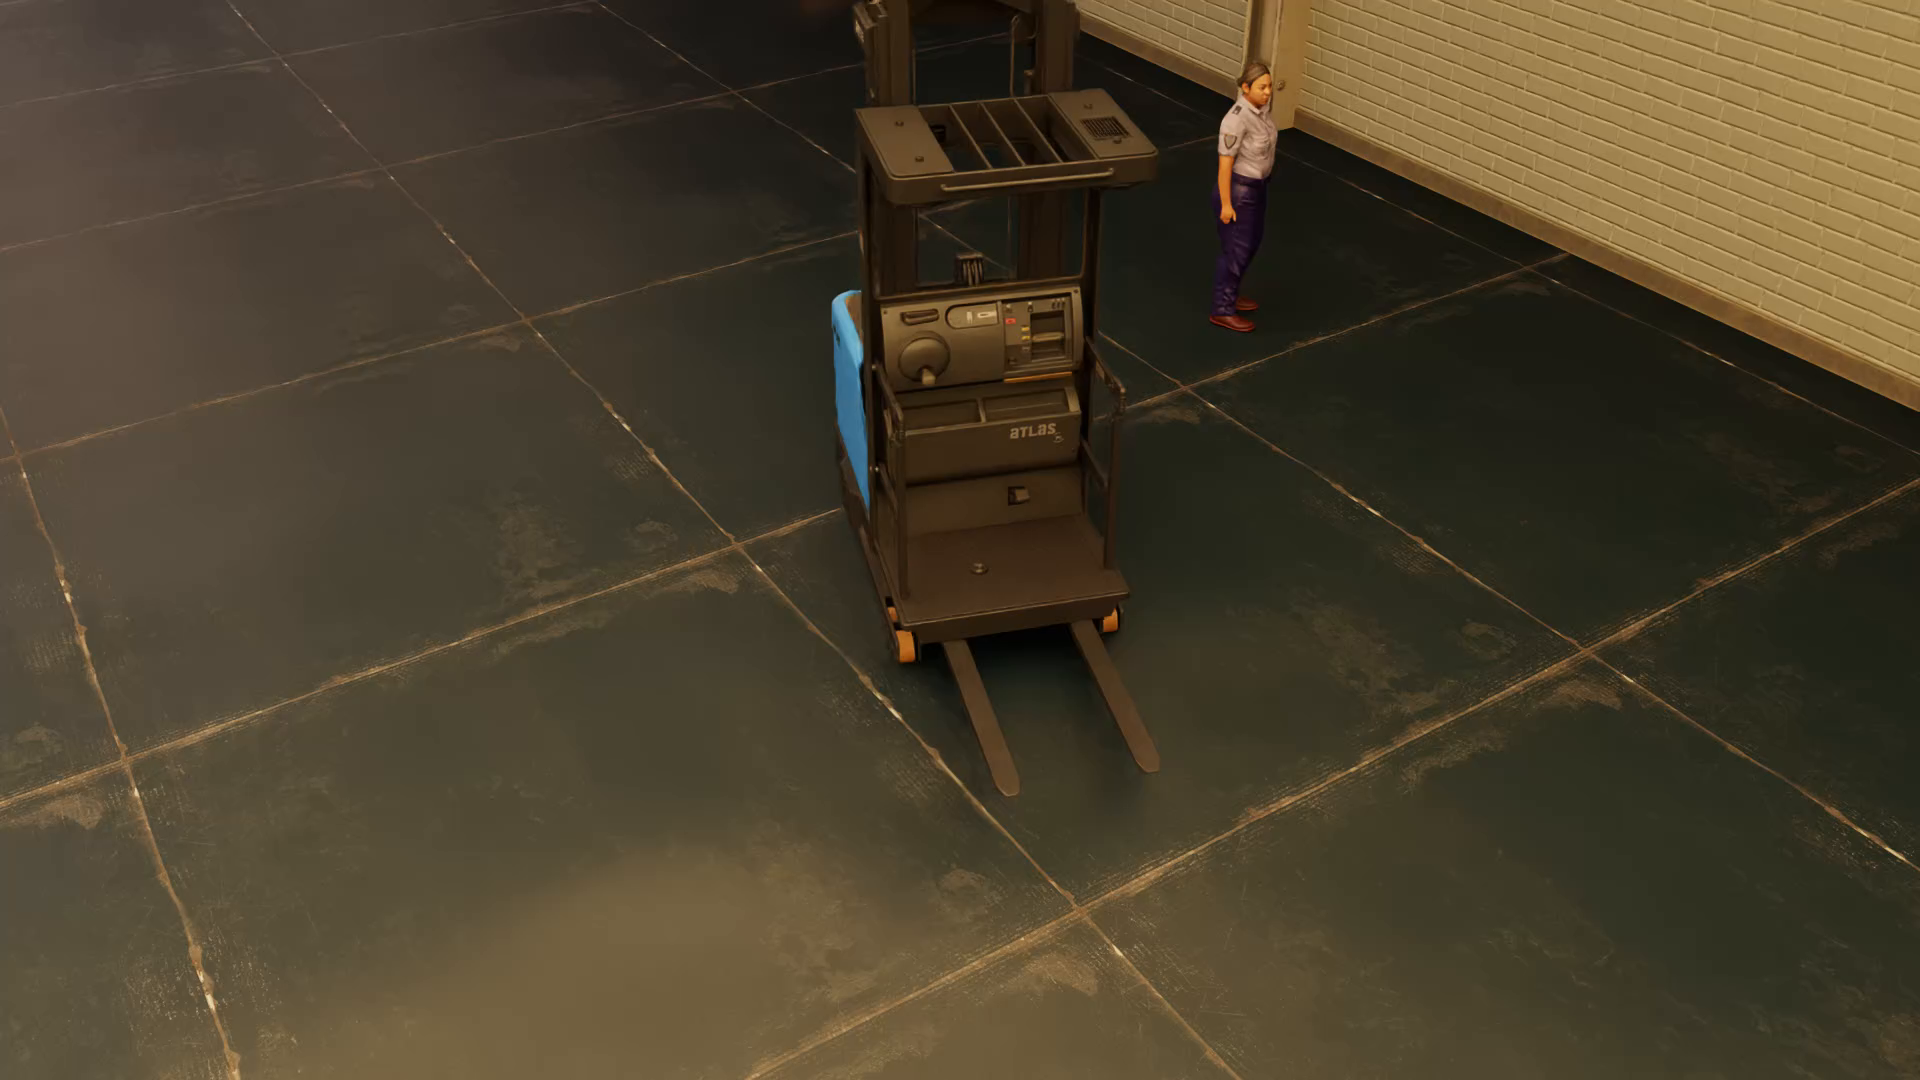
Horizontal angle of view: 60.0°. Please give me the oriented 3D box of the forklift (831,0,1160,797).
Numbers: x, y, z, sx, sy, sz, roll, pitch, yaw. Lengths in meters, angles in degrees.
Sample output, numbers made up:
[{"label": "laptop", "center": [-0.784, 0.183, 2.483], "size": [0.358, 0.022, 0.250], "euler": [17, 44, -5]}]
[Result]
[{"label": "forklift", "center": [0.157, -0.857, 7.367], "size": [1.130, 2.935, 3.031], "euler": [-8, 36, -11]}]

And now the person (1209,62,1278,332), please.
[{"label": "person", "center": [1.769, -2.136, 10.308], "size": [0.385, 1.650, 0.563], "euler": [15, 38, 20]}]
